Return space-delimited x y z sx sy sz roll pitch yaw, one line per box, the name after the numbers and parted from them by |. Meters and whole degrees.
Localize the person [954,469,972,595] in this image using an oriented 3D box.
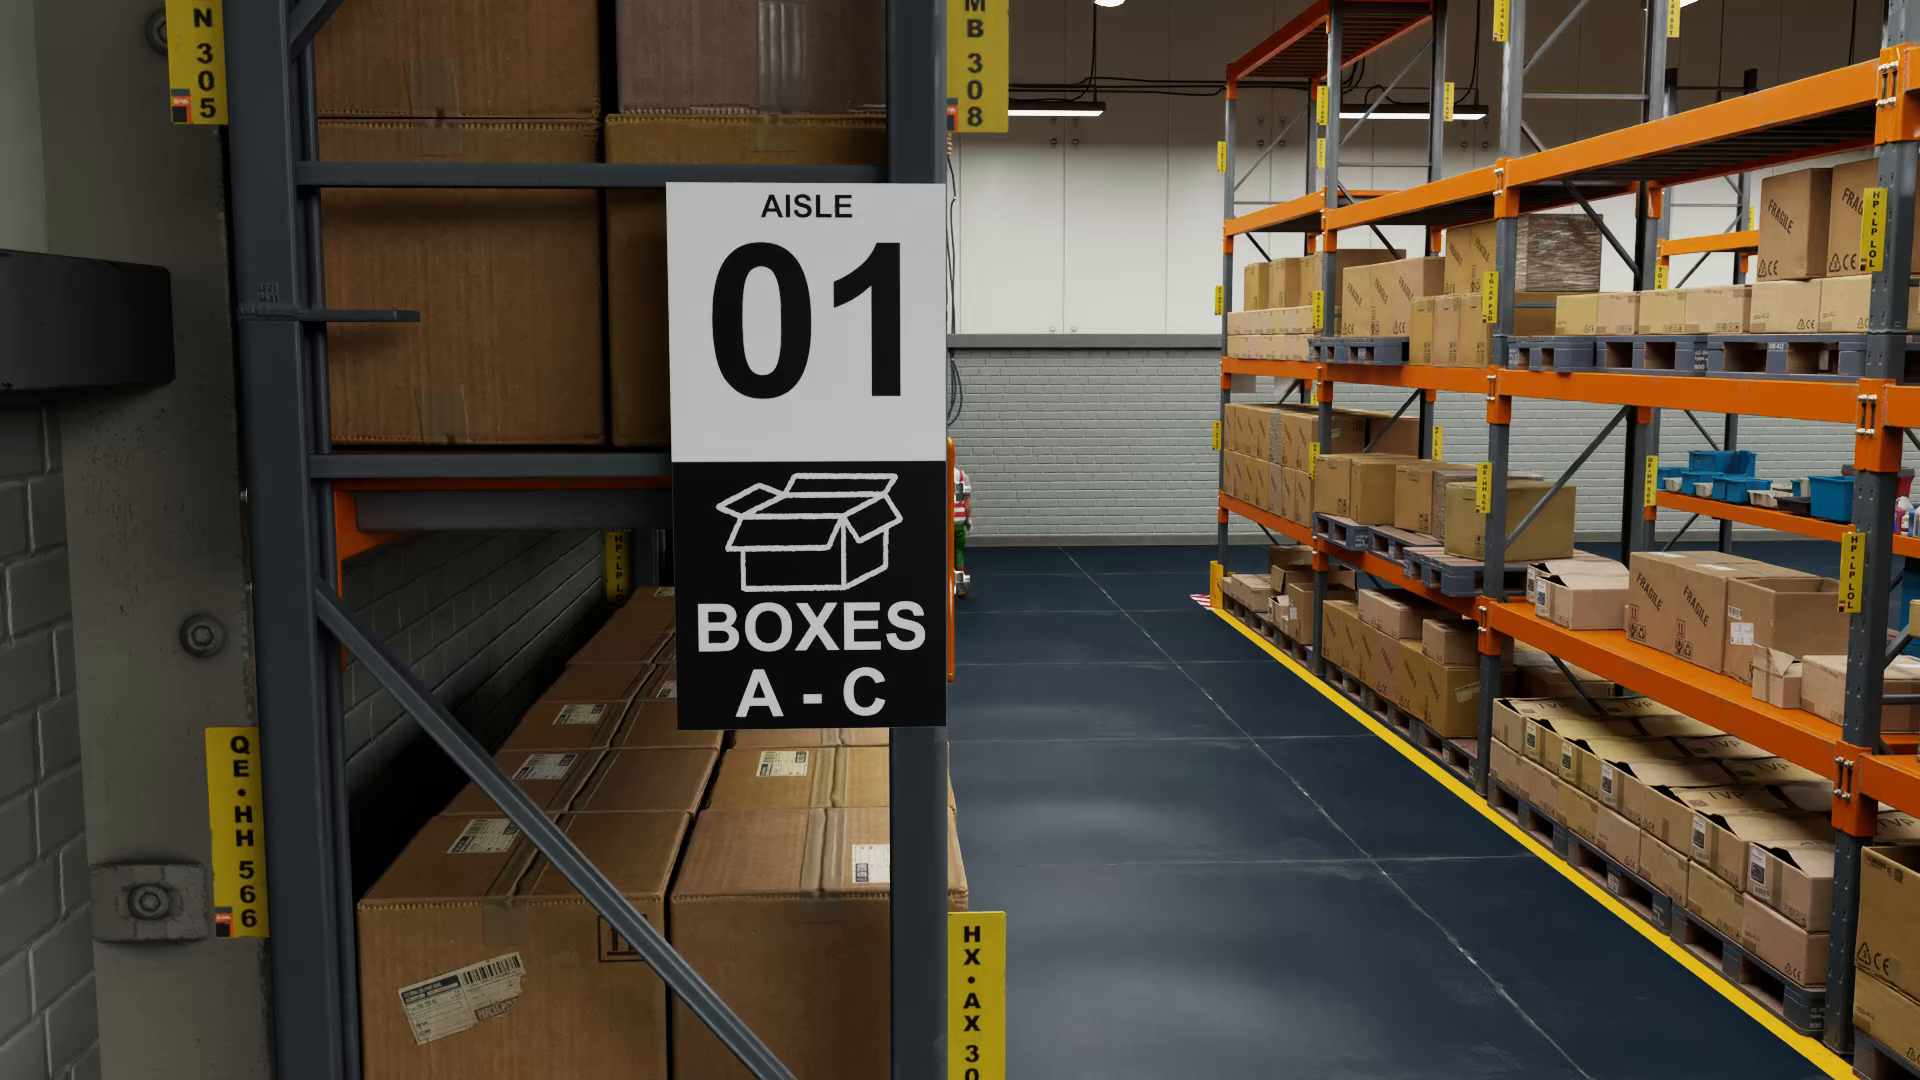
-0.169 -0.208 19.348 0.560 1.799 0.560 -2 7 -17 | person
